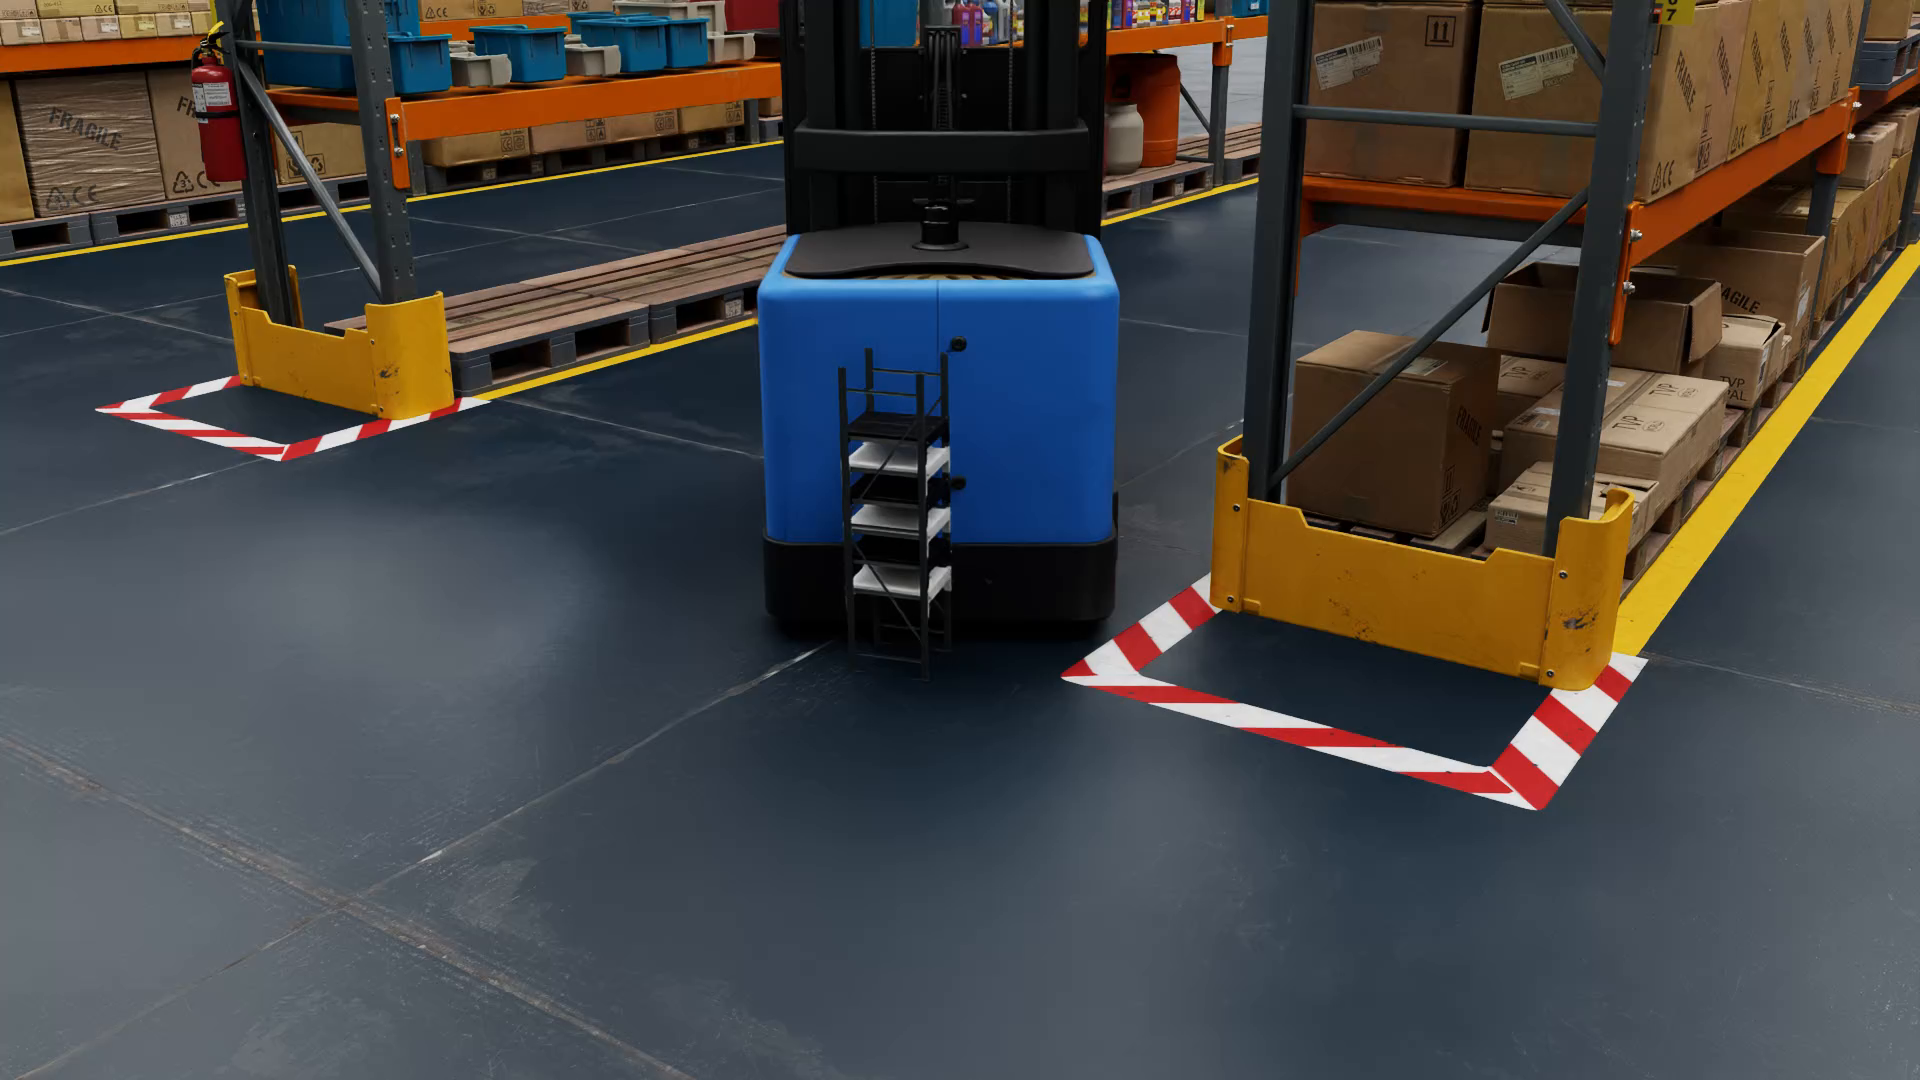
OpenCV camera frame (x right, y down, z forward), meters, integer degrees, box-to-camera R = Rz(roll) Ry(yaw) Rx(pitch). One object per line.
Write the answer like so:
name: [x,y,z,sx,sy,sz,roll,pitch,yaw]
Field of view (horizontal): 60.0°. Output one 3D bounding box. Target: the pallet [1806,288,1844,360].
pallet: [3.972,-1.199,8.702,1.003,0.211,1.213,13,24,32]

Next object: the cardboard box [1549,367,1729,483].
cardboard box: [2.399,-0.423,5.913,0.500,0.250,0.500,13,24,32]

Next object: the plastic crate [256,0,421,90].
plastic crate: [-2.764,-2.263,7.421,0.616,0.435,0.499,13,24,32]

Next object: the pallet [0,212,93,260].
pallet: [-6.509,-1.988,10.836,1.003,0.211,1.213,13,24,32]

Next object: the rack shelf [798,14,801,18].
rack shelf: [-1.272,-5.583,17.572,1.077,0.370,4.000,13,24,32]

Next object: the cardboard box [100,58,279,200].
cardboard box: [-5.588,-2.967,11.921,0.875,0.875,0.875,13,24,32]

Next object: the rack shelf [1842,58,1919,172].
rack shelf: [4.670,-2.502,9.243,1.077,0.370,4.000,13,24,32]

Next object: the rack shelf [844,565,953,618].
rack shelf: [-0.173,0.133,4.716,0.258,0.077,0.200,6,23,17]

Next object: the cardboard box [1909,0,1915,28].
cardboard box: [4.331,-2.812,8.293,0.700,0.500,0.500,18,27,40]

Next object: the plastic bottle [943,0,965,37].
plastic bottle: [-0.060,-3.259,10.324,0.144,0.351,0.185,13,24,32]

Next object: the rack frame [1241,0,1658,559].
rack frame: [1.297,-1.118,4.465,1.000,3.000,0.127,13,24,32]

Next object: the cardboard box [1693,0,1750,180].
cardboard box: [2.050,-1.390,5.055,0.500,0.500,0.500,13,24,31]

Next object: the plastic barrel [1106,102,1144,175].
plastic barrel: [1.195,-3.088,12.770,0.421,0.512,0.421,0,20,0]

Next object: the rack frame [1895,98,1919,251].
rack frame: [5.794,-3.414,10.670,1.000,3.000,0.127,13,24,32]

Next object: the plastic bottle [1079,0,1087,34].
plastic bottle: [0.820,-3.619,11.411,0.097,0.271,0.097,0,20,0]

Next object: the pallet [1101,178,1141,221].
pallet: [0.604,-2.490,12.192,1.003,0.211,1.213,13,24,32]

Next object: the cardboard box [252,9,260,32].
cardboard box: [-5.124,-3.634,11.629,0.380,0.149,0.250,14,24,33]

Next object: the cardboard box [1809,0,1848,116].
cardboard box: [3.188,-1.971,6.626,0.500,0.500,0.500,14,25,33]

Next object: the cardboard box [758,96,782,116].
cardboard box: [-2.037,-4.577,16.783,0.700,0.500,0.500,12,23,29]

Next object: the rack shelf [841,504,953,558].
rack shelf: [-0.174,-0.034,4.649,0.258,0.077,0.200,6,23,17]

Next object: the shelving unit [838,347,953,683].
shelving unit: [-0.174,-0.065,4.637,0.258,0.900,0.210,6,23,17]

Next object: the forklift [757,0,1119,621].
forklift: [-0.055,-1.594,5.849,1.130,2.935,3.031,0,20,0]

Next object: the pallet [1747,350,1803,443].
pallet: [3.159,-0.761,7.519,1.003,0.211,1.213,13,24,32]

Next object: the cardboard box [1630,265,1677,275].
cardboard box: [3.131,-1.133,7.746,0.500,0.311,0.500,13,24,32]

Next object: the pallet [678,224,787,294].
pallet: [-0.930,-1.707,10.075,1.003,0.211,1.213,13,24,32]

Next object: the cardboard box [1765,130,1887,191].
cardboard box: [4.581,-2.030,8.817,0.500,0.250,0.500,13,24,32]

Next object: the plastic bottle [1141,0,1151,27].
plastic bottle: [1.342,-3.853,12.144,0.097,0.201,0.097,0,20,0]

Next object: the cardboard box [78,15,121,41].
cardboard box: [-5.700,-3.340,10.834,0.380,0.149,0.250,13,24,31]

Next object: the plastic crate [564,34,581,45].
plastic crate: [-2.026,-2.513,8.528,0.298,0.136,0.250,13,24,32]

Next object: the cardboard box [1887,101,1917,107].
cardboard box: [7.197,-3.123,12.434,0.500,0.311,0.500,13,24,31]

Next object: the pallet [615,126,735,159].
pallet: [-2.902,-3.827,15.808,1.003,0.211,1.213,13,24,32]

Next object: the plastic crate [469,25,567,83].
plastic crate: [-2.016,-2.231,7.626,0.416,0.233,0.300,13,24,32]

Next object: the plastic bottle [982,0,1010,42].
plastic bottle: [0.232,-3.338,10.645,0.152,0.276,0.135,13,24,32]

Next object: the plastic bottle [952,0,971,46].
plastic bottle: [0.010,-3.200,10.262,0.061,0.283,0.133,13,24,32]

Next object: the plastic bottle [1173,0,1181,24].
plastic bottle: [1.615,-3.993,12.521,0.097,0.201,0.097,0,20,0]

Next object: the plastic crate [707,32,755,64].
plastic crate: [-1.279,-2.579,8.708,0.293,0.136,0.466,13,24,32]

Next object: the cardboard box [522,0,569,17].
cardboard box: [-3.616,-4.617,13.779,0.500,0.500,0.500,13,24,31]

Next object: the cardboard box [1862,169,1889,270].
cardboard box: [4.882,-1.833,9.367,0.500,0.500,0.500,12,24,30]

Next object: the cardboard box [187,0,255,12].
cardboard box: [-5.252,-3.795,11.488,0.500,0.250,0.500,14,24,33]

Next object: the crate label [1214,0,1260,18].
crate label: [2.246,-4.350,13.443,0.303,0.233,0.416,13,24,32]

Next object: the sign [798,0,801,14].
sign: [-1.003,-3.471,10.425,0.100,0.325,0.005,13,24,32]

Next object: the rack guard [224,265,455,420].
rack guard: [-2.800,-0.904,7.487,1.175,0.500,0.348,13,24,32]

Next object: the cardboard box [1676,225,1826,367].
cardboard box: [3.460,-1.081,7.333,0.500,0.500,0.500,13,24,32]

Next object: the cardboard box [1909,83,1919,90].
cardboard box: [8.413,-4.137,14.903,0.500,0.500,0.500,13,24,32]

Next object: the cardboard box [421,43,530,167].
cardboard box: [-4.302,-3.587,13.596,1.225,0.875,0.875,13,24,32]

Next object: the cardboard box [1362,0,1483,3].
cardboard box: [1.320,-1.816,4.764,0.500,0.500,0.500,13,24,31]

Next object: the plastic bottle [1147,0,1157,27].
plastic bottle: [1.397,-3.914,12.207,0.097,0.271,0.097,0,20,0]
